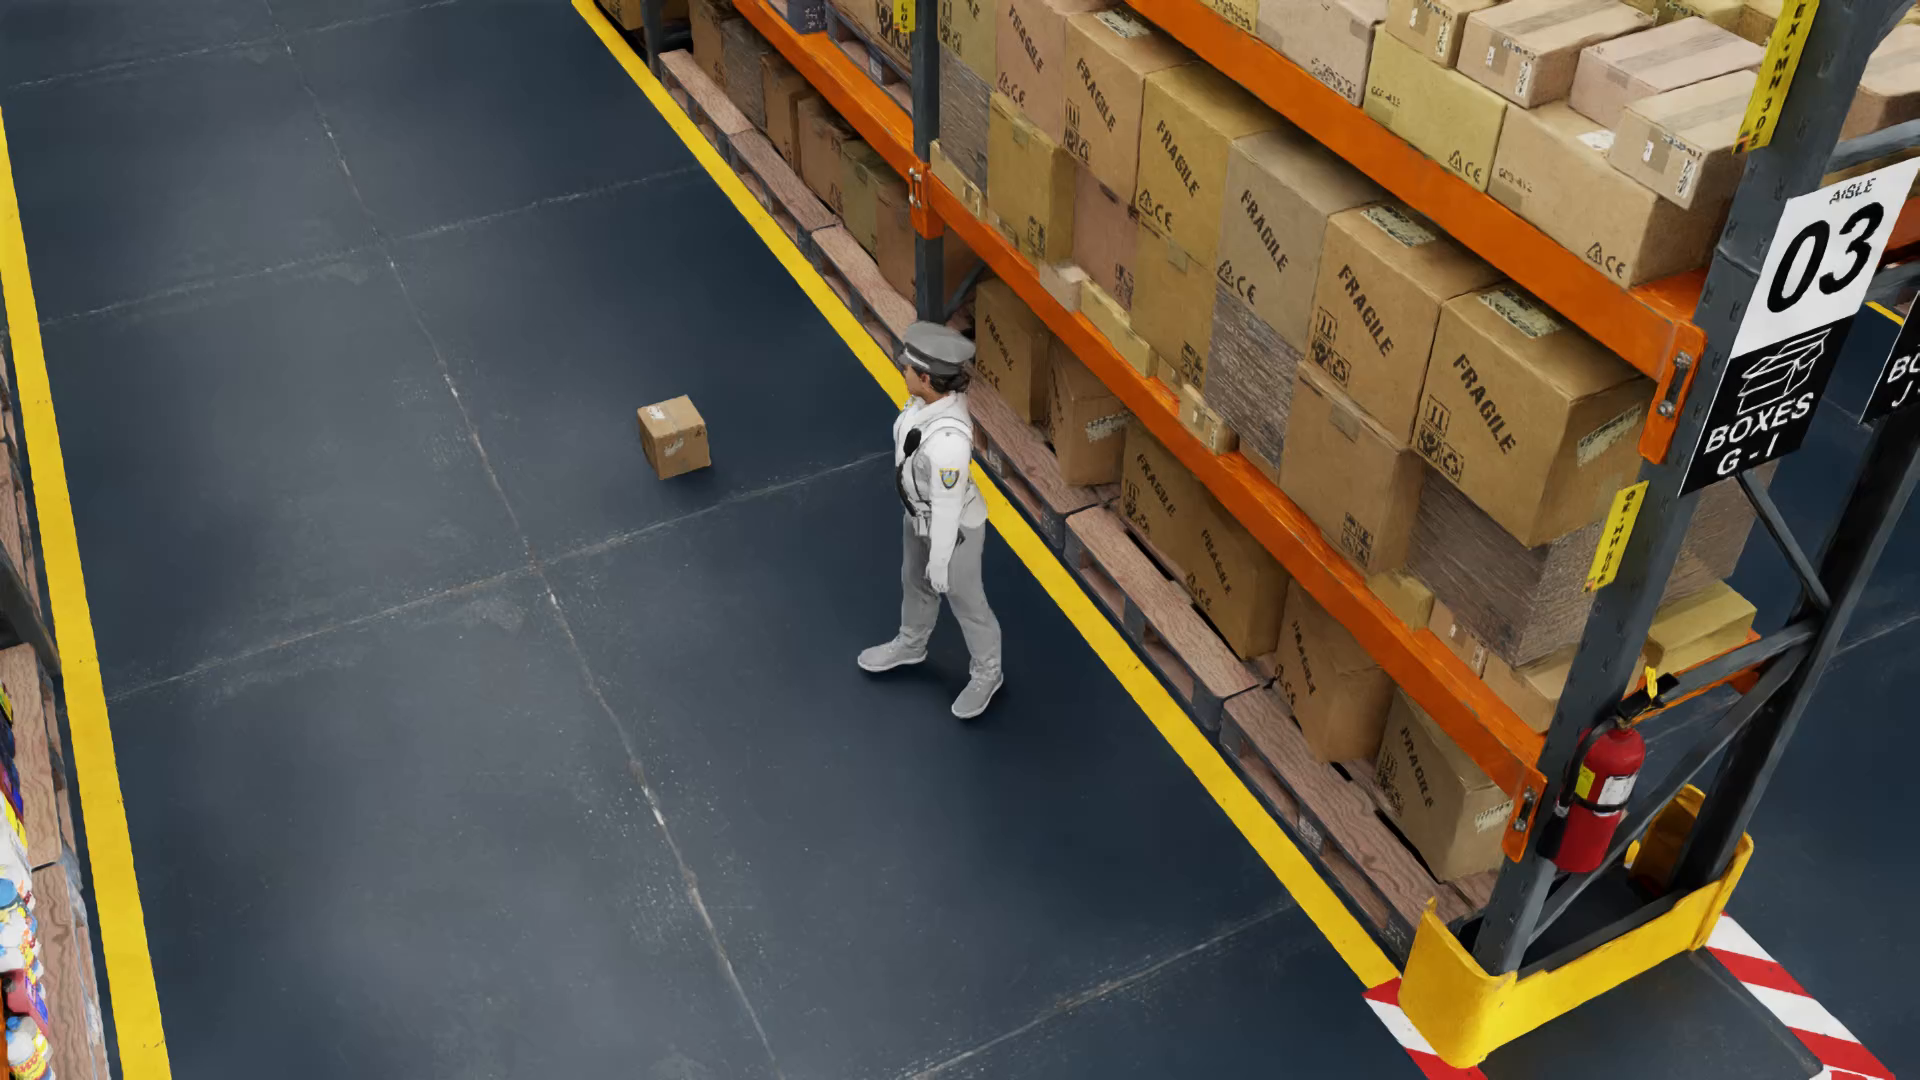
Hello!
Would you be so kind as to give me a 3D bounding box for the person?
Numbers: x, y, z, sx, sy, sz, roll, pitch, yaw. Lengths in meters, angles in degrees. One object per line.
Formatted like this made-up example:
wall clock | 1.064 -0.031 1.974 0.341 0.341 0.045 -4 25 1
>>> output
person | -0.123 -0.082 6.207 0.551 1.669 0.588 -10 42 -11
